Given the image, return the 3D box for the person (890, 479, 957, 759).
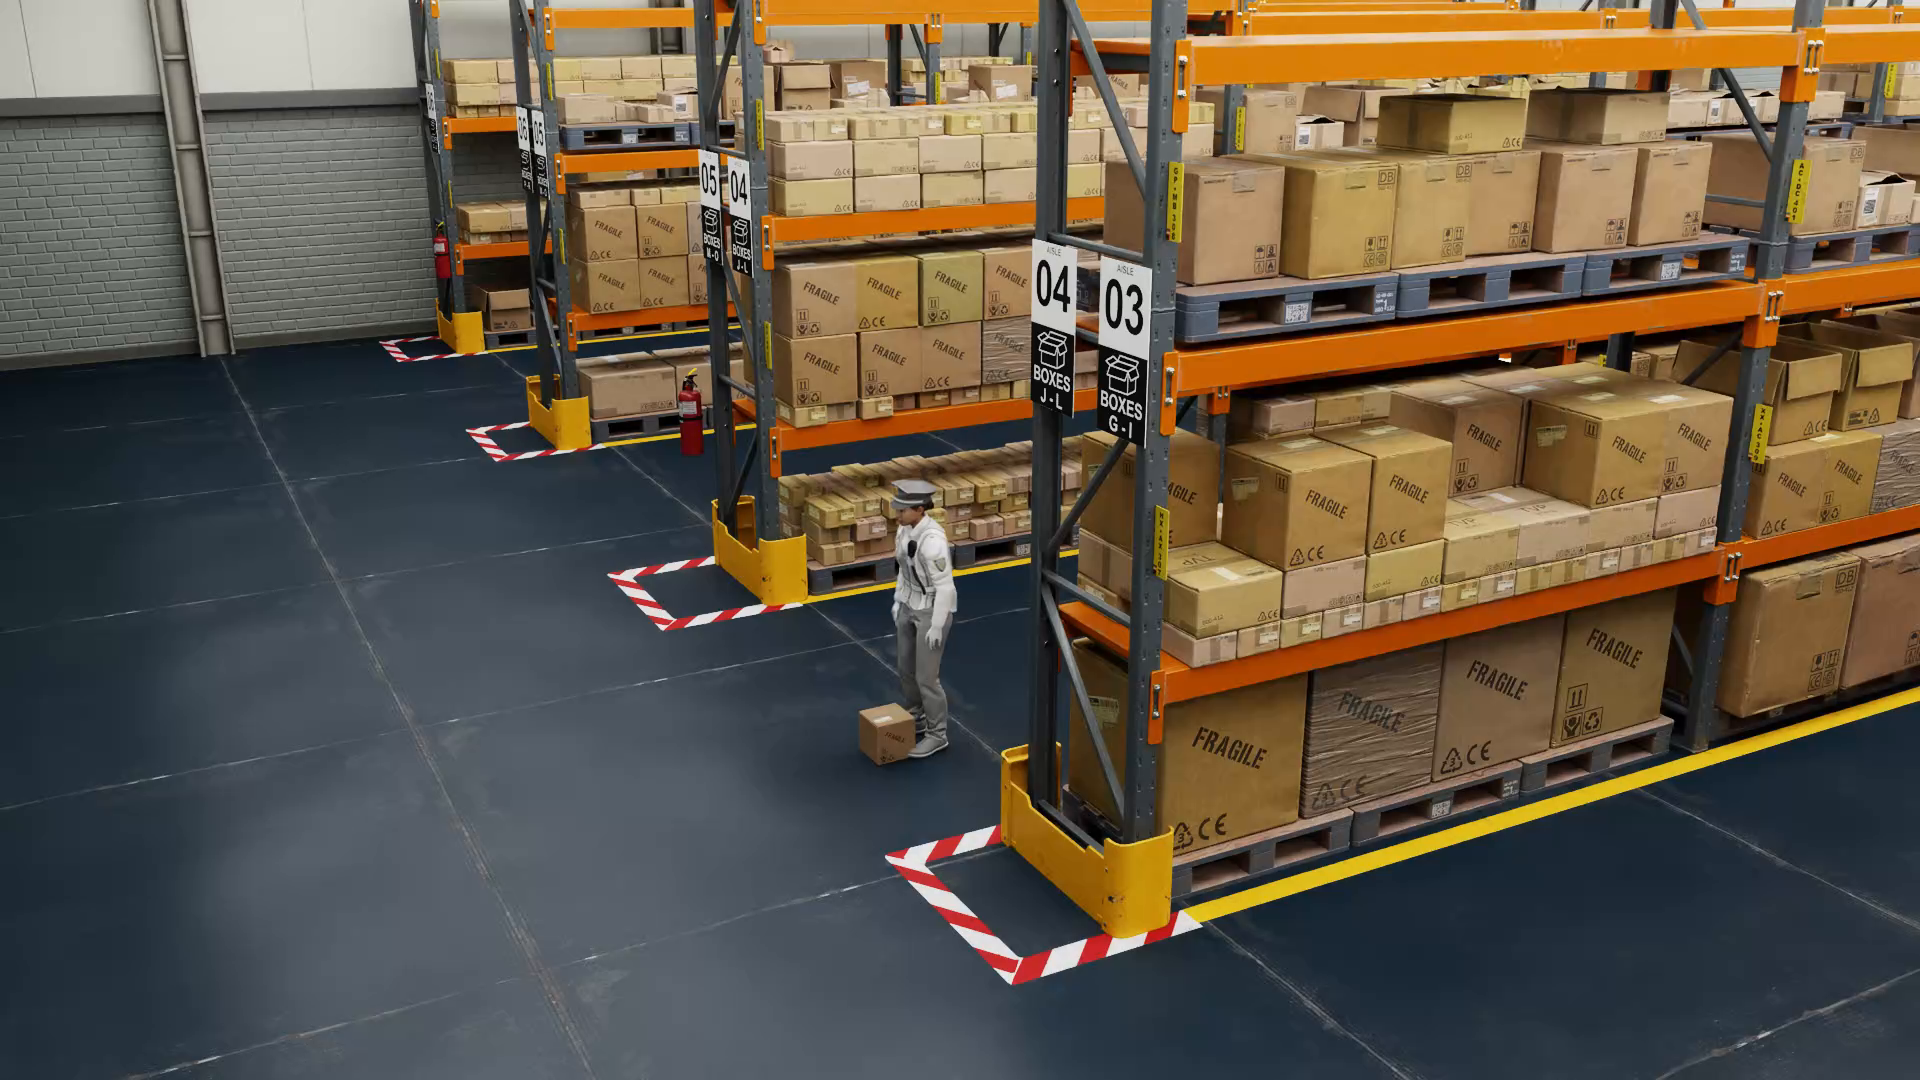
[{"bbox_3d":[-0.228,0.442,9.741,0.379,1.663,0.535,-10,21,-27],"label":"person"}]
